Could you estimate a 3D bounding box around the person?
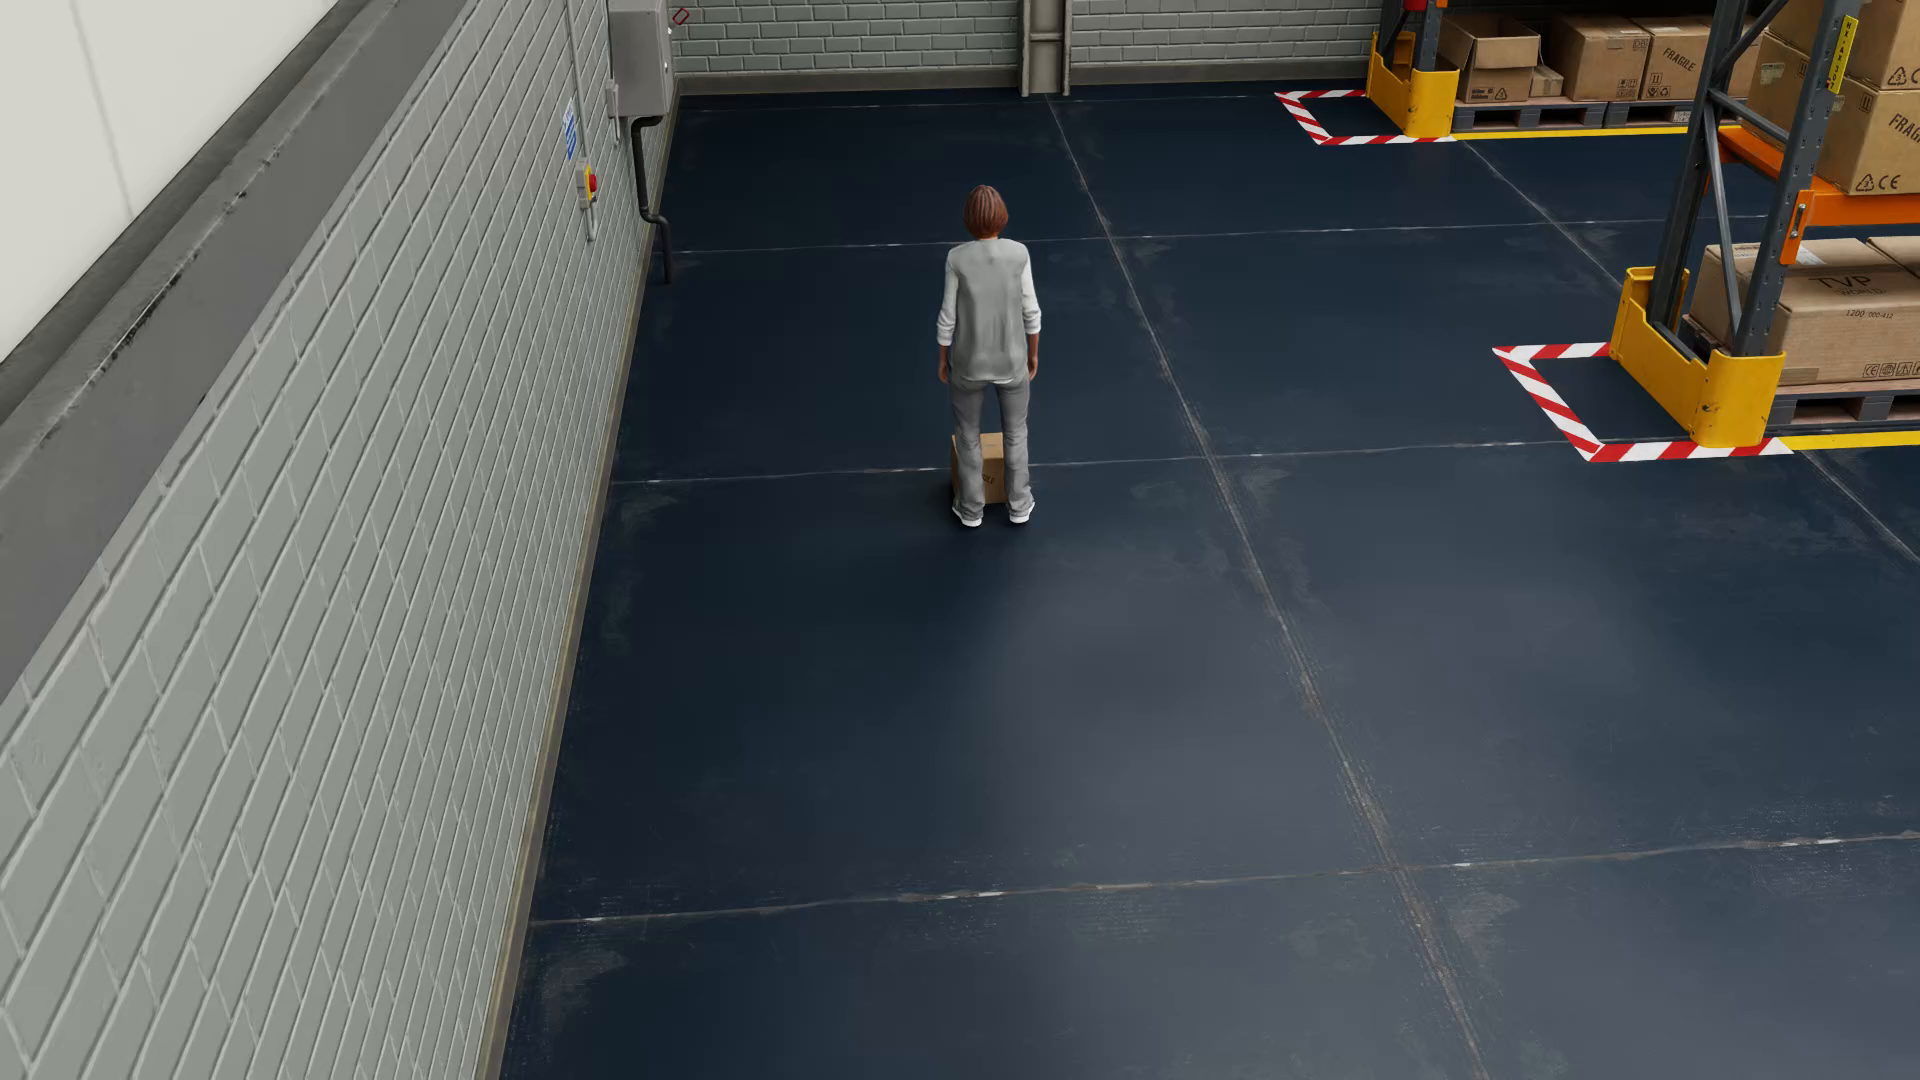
[{"bbox_3d":[0.129,-0.784,7.433,0.465,1.581,0.348,-3,32,-5],"label":"person"}]
